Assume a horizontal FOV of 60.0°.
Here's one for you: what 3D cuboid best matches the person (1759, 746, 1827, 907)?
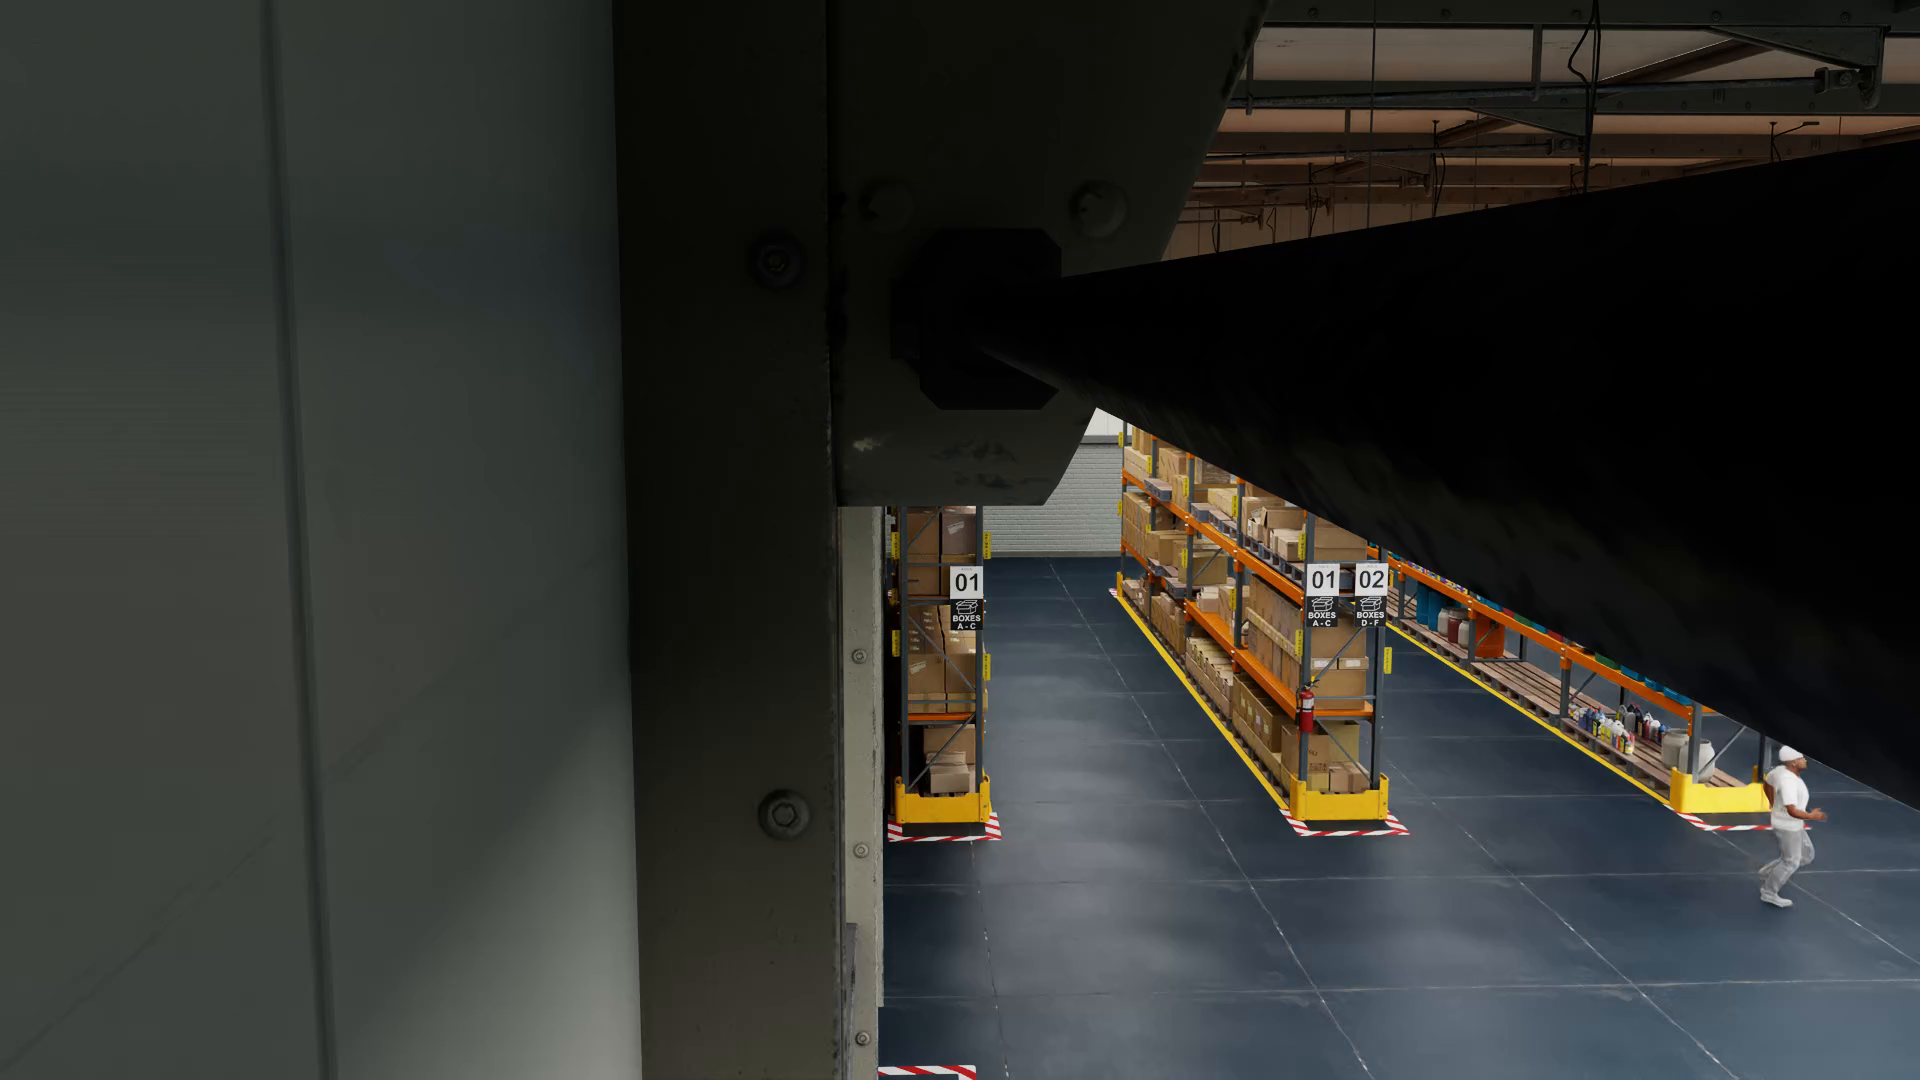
[{"bbox_3d":[8.802,3.013,17.560,0.603,1.736,0.720,4,9,23],"label":"person"}]
